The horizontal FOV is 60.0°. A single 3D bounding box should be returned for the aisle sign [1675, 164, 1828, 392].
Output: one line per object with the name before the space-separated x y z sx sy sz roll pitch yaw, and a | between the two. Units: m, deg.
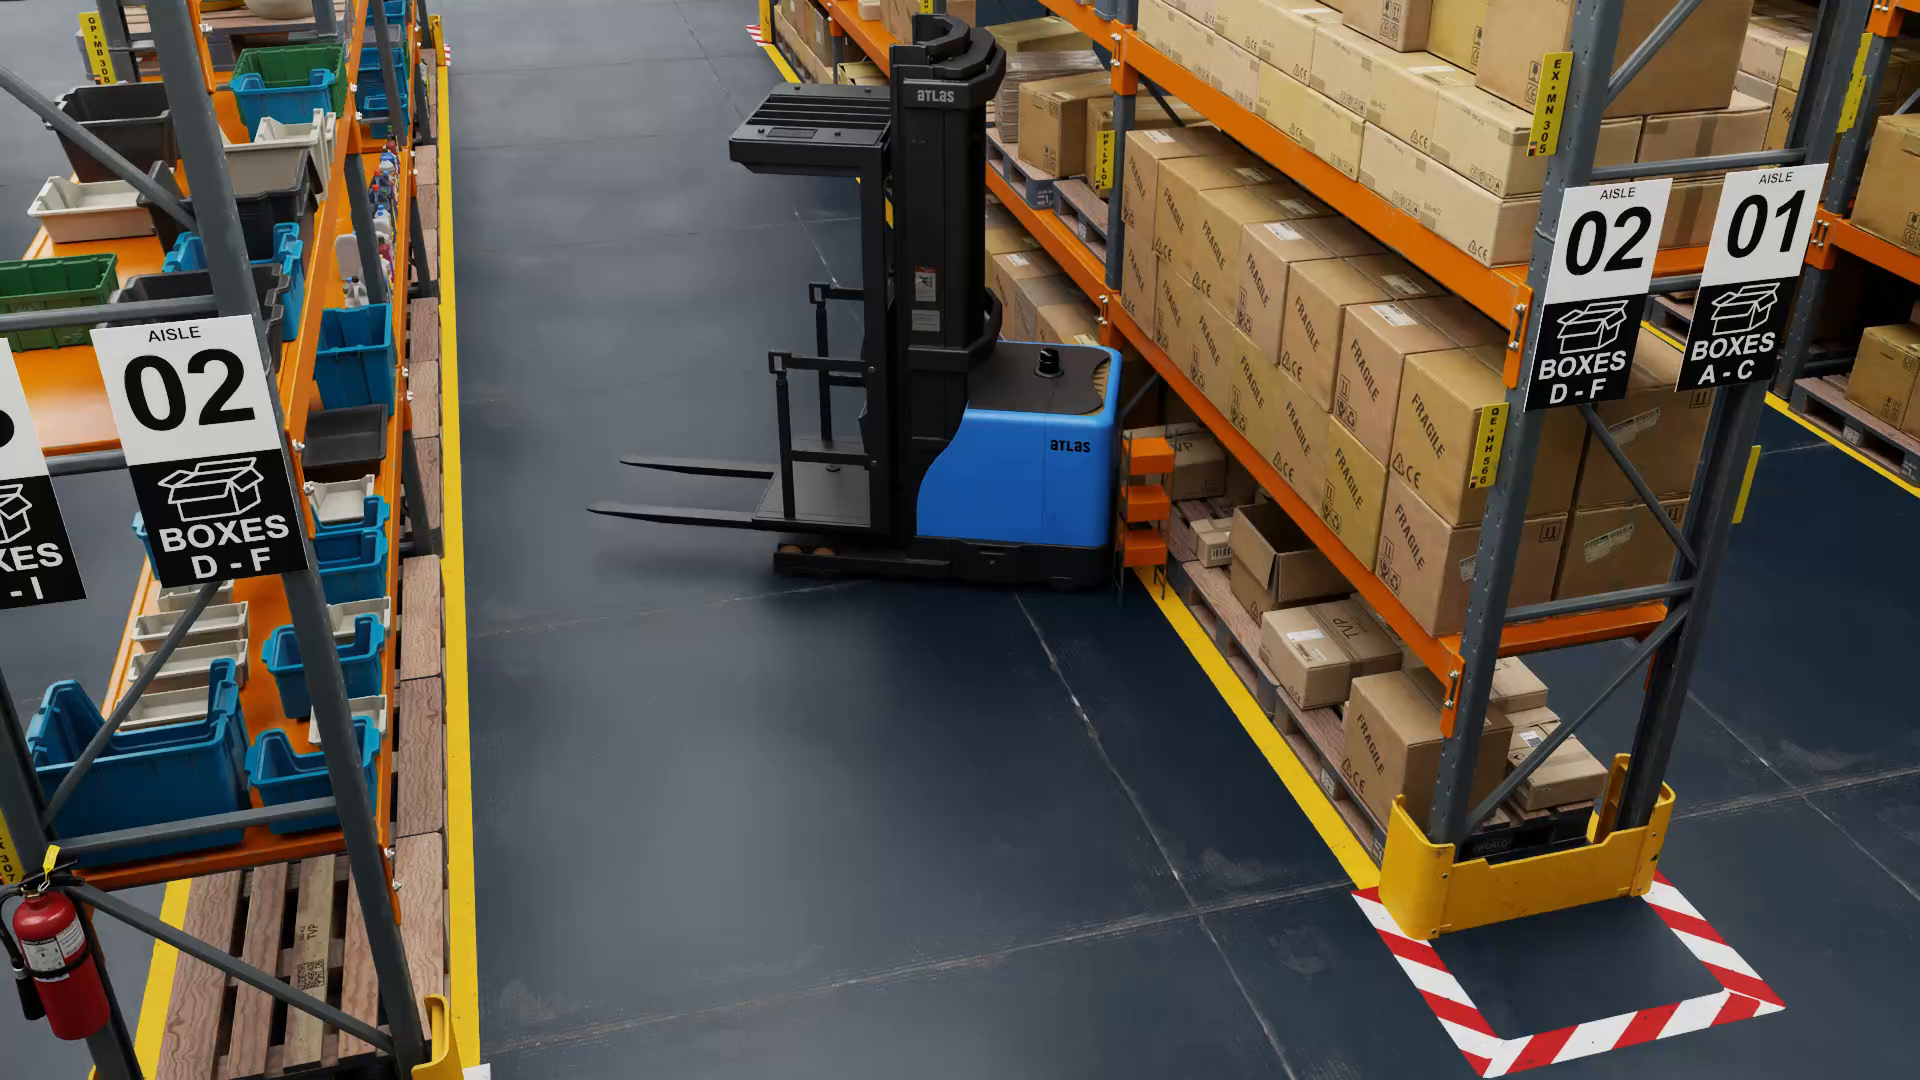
aisle sign | 2.704 -0.887 5.694 0.394 0.787 0.004 -8 31 -13

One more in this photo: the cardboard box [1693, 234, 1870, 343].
cardboard box | 5.818 -1.897 11.759 0.750 0.750 0.750 -7 31 -13

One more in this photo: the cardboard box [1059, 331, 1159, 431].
cardboard box | 0.934 -0.997 10.534 0.500 0.500 0.500 -8 31 -14

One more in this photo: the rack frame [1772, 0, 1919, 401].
rack frame | 6.116 -2.349 10.813 1.000 3.000 0.127 -8 31 -13

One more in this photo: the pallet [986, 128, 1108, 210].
pallet | 0.800 -2.598 11.436 1.003 0.211 1.213 -8 31 -13

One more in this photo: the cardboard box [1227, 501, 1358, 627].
cardboard box | 1.845 0.109 8.621 0.797 0.503 0.637 -8 31 -13

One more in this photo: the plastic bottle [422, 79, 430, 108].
plastic bottle | -5.427 -4.531 16.857 0.061 0.283 0.133 -6 31 -11

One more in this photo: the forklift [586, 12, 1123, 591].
forklift | -0.616 -1.312 9.091 3.031 2.935 1.130 4 30 7

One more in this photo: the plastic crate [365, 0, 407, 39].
plastic crate | -4.966 -4.397 14.368 0.392 0.384 0.575 -8 31 -13

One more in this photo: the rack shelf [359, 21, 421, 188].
rack shelf | -5.028 -3.618 13.724 1.077 0.370 4.000 -8 31 -13

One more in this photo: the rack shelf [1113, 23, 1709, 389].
rack shelf | 1.872 -1.709 7.432 1.077 0.370 4.000 -8 31 -13

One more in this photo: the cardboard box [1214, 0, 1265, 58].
cardboard box | 1.486 -2.386 7.534 0.500 0.250 0.500 -8 31 -13

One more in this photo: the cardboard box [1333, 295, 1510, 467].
cardboard box | 1.885 -0.655 6.789 0.500 0.500 0.500 -7 31 -12

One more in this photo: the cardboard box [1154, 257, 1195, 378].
cardboard box | 1.353 -1.202 8.733 0.500 0.500 0.500 -7 31 -12

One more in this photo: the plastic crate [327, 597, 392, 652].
plastic crate | -2.307 0.332 6.385 0.250 0.136 0.298 -8 31 -13

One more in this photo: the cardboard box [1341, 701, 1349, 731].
cardboard box | 2.000 0.842 7.690 0.380 0.166 0.250 -8 31 -13

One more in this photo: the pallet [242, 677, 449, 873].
pallet | -2.876 1.116 7.611 1.003 0.211 1.213 -8 31 -13

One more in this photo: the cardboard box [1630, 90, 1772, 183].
cardboard box | 2.517 -1.489 5.984 0.500 0.250 0.500 -8 31 -13

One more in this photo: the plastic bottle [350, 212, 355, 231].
plastic bottle | -3.694 -1.944 10.242 0.097 0.271 0.097 0 30 0

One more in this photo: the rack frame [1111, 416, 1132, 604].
rack frame | 0.869 -0.151 8.959 0.008 1.050 0.200 -4 30 -8

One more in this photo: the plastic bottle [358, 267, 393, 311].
plastic bottle | -3.288 -1.429 9.348 0.152 0.276 0.135 -8 31 -13

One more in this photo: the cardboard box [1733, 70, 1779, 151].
cardboard box | 5.606 -2.964 11.459 0.500 0.500 0.500 -8 31 -13

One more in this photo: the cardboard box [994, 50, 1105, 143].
cardboard box | 0.614 -3.089 11.573 0.700 0.500 0.500 -2 30 -4

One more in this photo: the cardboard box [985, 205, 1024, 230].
cardboard box | 0.269 -2.219 12.645 0.500 0.500 0.500 -9 31 -15

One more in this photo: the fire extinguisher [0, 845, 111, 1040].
fire extinguisher | -2.772 1.229 5.082 0.296 0.674 0.183 -8 31 -13

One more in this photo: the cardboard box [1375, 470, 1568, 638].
cardboard box | 2.021 0.020 6.621 0.500 0.500 0.500 -7 31 -12

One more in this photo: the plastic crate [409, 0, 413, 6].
plastic crate | -5.575 -5.138 15.695 0.767 0.338 0.504 -8 31 -13

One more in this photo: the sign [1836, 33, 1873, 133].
sign | 2.926 -1.505 5.489 0.100 0.325 0.005 -8 31 -13

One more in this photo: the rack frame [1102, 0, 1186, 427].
rack frame | 1.341 -1.688 9.672 1.000 3.000 0.127 -8 31 -13

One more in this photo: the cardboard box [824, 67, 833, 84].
cardboard box | -1.116 -4.739 17.268 0.500 0.250 0.500 -8 31 -13

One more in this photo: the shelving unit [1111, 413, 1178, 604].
shelving unit | 0.990 -0.160 8.976 0.252 1.050 0.215 -4 30 -8

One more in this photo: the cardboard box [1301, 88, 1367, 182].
cardboard box | 1.745 -1.685 6.823 0.500 0.250 0.500 -8 31 -13

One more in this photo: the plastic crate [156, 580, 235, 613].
plastic crate | -3.022 0.205 6.604 0.298 0.136 0.250 -8 31 -13

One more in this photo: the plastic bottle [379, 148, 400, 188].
plastic bottle | -3.853 -2.505 11.212 0.097 0.271 0.097 0 30 0

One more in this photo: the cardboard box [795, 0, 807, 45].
cardboard box | -1.521 -5.787 18.330 0.500 0.500 0.500 -8 31 -13

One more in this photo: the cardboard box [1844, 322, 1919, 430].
cardboard box | 6.216 -1.074 10.687 0.700 0.500 0.500 -7 31 -13

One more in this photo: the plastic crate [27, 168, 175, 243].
plastic crate | -3.162 -1.249 6.182 0.437 0.136 0.530 -8 31 -13

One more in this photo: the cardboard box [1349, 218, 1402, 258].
cardboard box | 2.129 -1.221 7.767 0.500 0.500 0.500 -8 31 -14

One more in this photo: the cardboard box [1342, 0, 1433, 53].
cardboard box | 1.964 -2.256 6.562 0.700 0.500 0.500 -8 31 -13

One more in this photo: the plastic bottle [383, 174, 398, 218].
plastic bottle | -3.675 -2.222 10.711 0.061 0.283 0.133 -8 31 -13

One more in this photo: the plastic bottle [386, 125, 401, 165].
plastic bottle | -3.979 -2.774 11.665 0.061 0.283 0.133 -8 31 -13

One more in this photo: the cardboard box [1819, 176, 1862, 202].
cardboard box | 5.753 -2.374 11.088 0.380 0.149 0.250 -8 31 -13

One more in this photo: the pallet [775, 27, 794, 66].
pallet | -1.601 -5.913 19.755 1.003 0.211 1.213 -8 31 -13

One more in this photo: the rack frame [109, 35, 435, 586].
rack frame | -3.436 -1.031 8.537 1.000 3.000 0.127 -8 31 -13

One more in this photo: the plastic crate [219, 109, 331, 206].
plastic crate | -2.665 -1.458 6.398 0.437 0.282 0.530 -8 31 -13

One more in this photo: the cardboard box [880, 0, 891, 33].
cardboard box | -0.454 -4.968 15.239 0.500 0.500 0.500 -6 31 -10

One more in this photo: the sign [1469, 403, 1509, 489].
sign | 1.862 -0.330 5.855 0.100 0.325 0.005 -8 31 -13

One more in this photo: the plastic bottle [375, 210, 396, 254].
plastic bottle | -3.503 -1.869 10.113 0.097 0.271 0.097 0 30 0

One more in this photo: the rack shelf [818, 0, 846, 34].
rack shelf | -1.313 -6.207 18.197 1.077 0.370 4.000 -8 31 -13

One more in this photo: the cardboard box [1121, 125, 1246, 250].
cardboard box | 1.195 -1.899 8.939 0.500 0.500 0.500 -7 31 -12

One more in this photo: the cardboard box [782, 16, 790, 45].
cardboard box | -1.780 -5.946 19.354 0.500 0.250 0.500 -8 31 -13

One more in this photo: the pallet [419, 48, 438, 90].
pallet | -6.345 -5.197 18.518 1.003 0.211 1.213 -8 31 -13

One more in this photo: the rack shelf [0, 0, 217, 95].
rack shelf | -2.905 -2.177 5.646 1.077 0.370 4.000 -8 31 -13

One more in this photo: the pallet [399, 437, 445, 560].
pallet | -3.600 -0.203 9.889 1.003 0.211 1.213 -8 31 -13

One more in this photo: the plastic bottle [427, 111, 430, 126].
plastic bottle | -5.248 -4.136 16.255 0.097 0.201 0.097 0 30 0

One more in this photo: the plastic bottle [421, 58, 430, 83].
plastic bottle | -5.662 -4.959 17.596 0.061 0.283 0.133 -7 31 -12
